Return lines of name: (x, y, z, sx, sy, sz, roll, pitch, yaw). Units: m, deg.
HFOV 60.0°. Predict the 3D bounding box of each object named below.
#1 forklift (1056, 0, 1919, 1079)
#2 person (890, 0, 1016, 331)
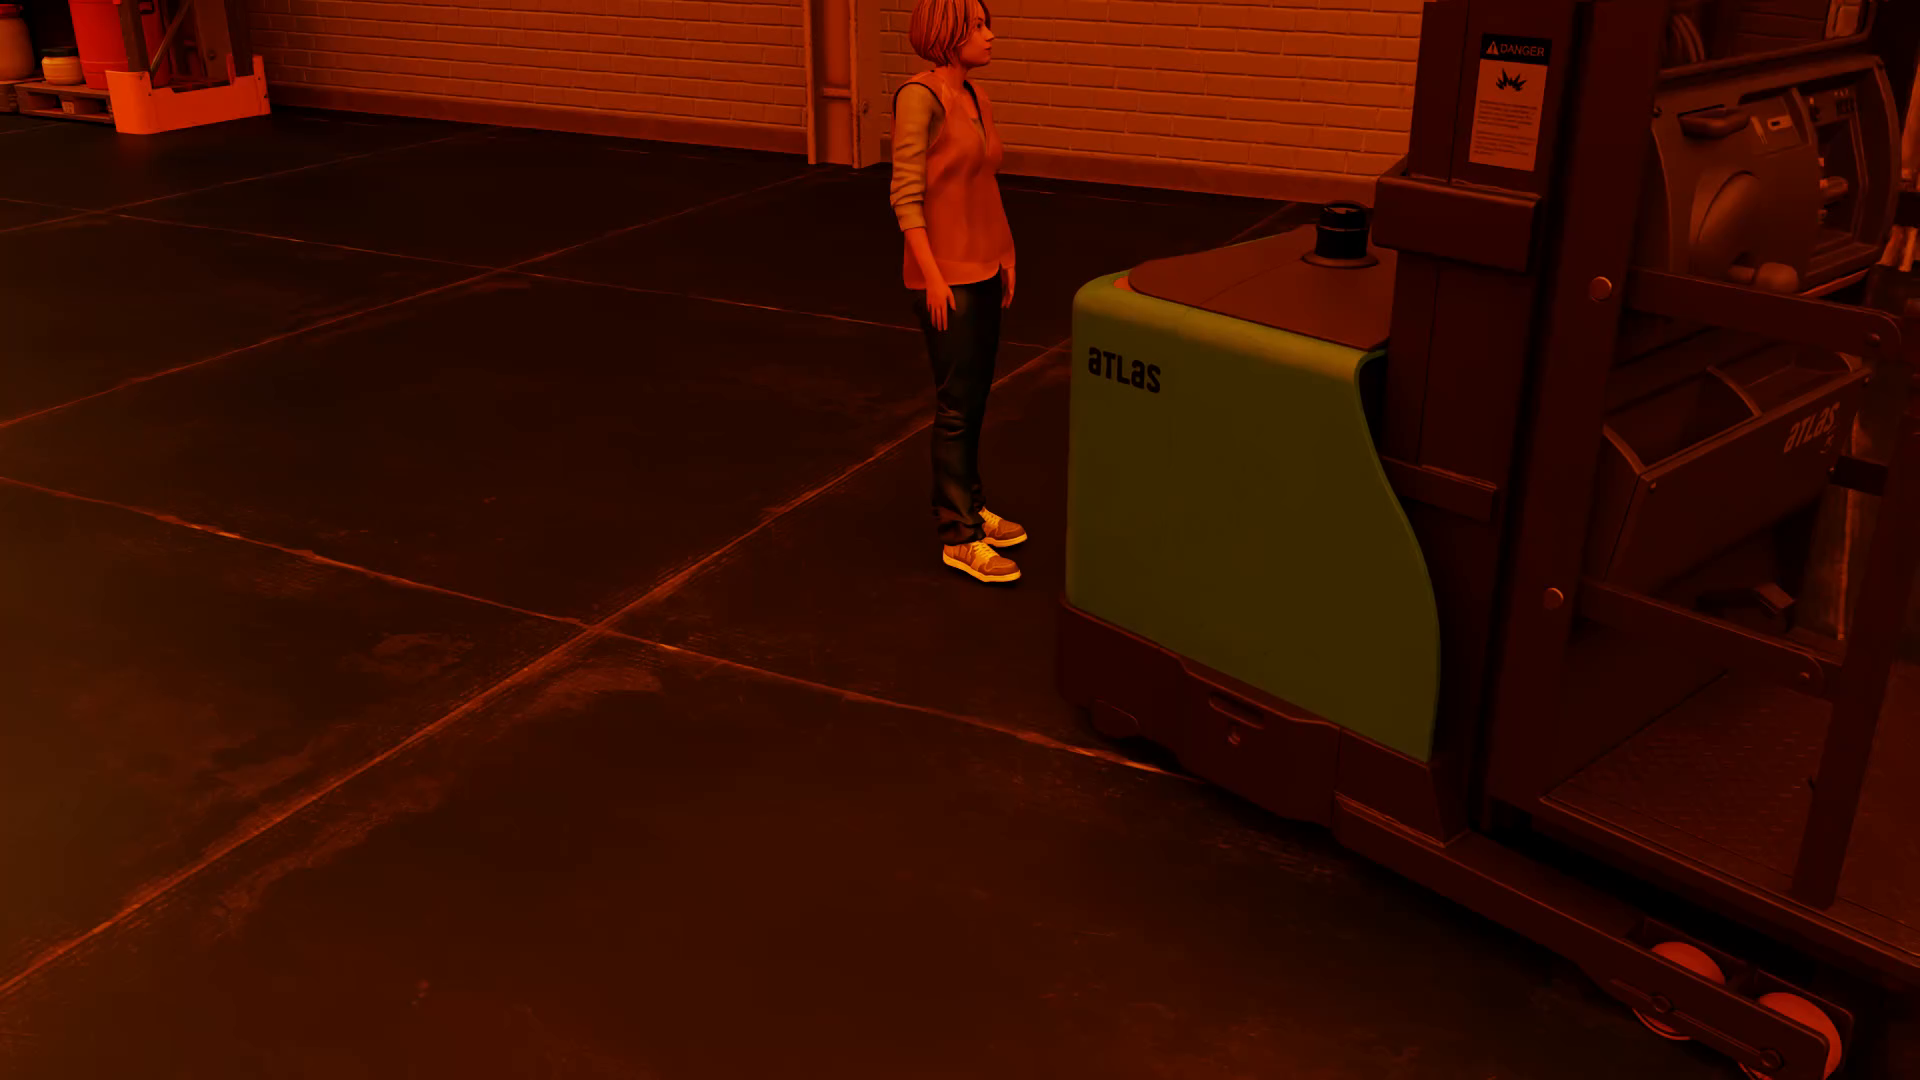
forklift: (1.591, -0.630, 2.793, 1.130, 2.935, 3.031, -19, 30, -38)
person: (-0.024, -1.056, 4.627, 0.256, 0.921, 0.502, 11, 25, 25)
